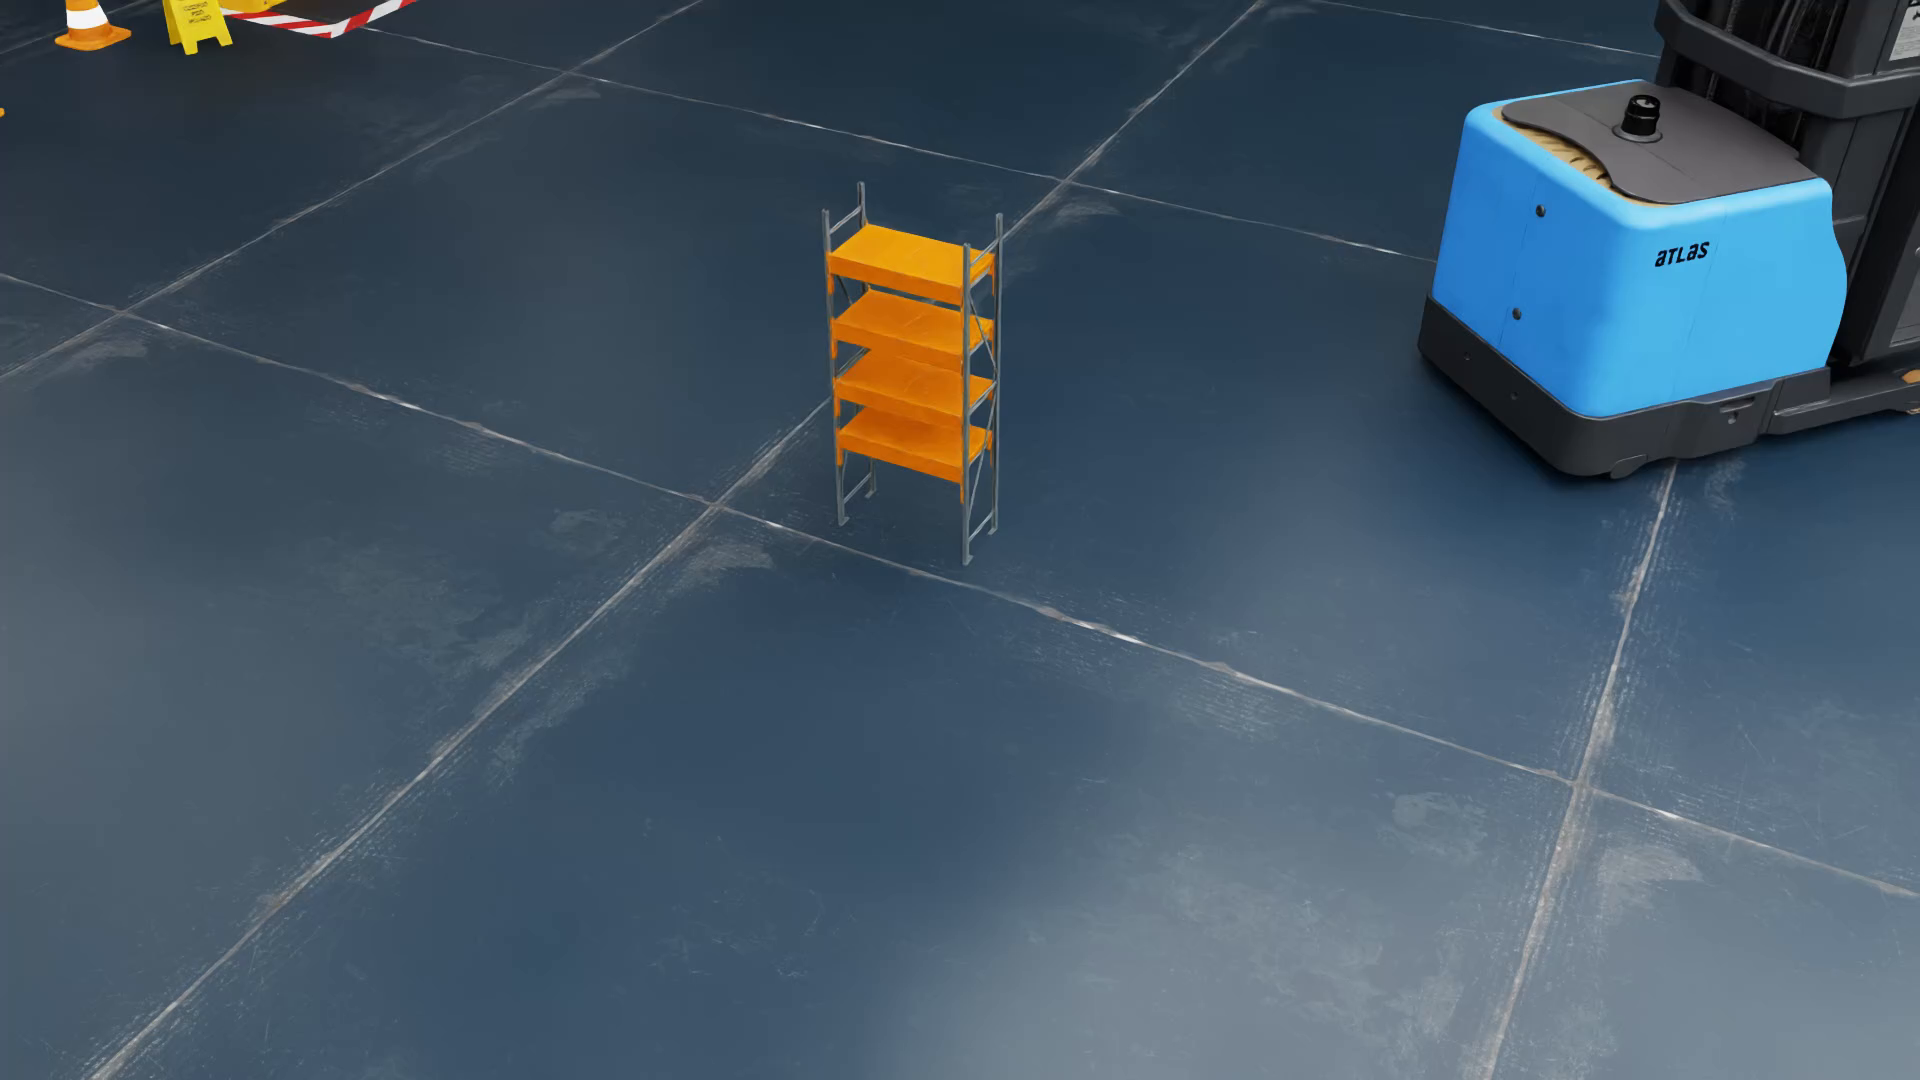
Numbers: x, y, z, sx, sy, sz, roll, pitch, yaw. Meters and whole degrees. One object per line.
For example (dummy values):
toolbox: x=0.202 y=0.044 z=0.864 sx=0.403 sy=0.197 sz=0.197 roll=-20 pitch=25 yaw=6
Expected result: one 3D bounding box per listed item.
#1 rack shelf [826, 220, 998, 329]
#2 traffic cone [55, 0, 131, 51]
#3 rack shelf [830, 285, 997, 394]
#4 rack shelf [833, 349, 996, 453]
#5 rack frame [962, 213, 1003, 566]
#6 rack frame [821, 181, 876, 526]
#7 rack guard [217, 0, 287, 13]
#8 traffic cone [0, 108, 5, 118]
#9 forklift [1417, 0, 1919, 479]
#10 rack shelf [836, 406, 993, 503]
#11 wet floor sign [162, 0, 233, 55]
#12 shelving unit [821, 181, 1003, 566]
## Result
rack shelf: x=-0.147 y=-0.837 z=5.210 sx=0.480 sy=0.148 sz=0.258 roll=17 pitch=41 yaw=21
traffic cone: x=-4.970 y=-3.062 z=9.401 sx=0.334 sy=0.463 sz=0.336 roll=17 pitch=41 yaw=21
rack shelf: x=-0.147 y=-0.649 z=5.353 sx=0.480 sy=0.148 sz=0.258 roll=17 pitch=41 yaw=21
rack shelf: x=-0.147 y=-0.470 z=5.489 sx=0.480 sy=0.148 sz=0.258 roll=17 pitch=41 yaw=21
rack frame: x=0.070 y=-0.456 z=5.358 sx=0.015 sy=1.200 sz=0.240 roll=17 pitch=41 yaw=21
rack frame: x=-0.364 y=-0.592 z=5.537 sx=0.015 sy=1.200 sz=0.240 roll=17 pitch=41 yaw=21
rack guard: x=-4.062 y=-3.671 z=10.172 sx=0.348 sy=0.500 sz=1.175 roll=17 pitch=41 yaw=21
traffic cone: x=-5.179 y=-2.371 z=8.491 sx=0.334 sy=0.463 sz=0.336 roll=17 pitch=41 yaw=21
forklift: x=3.400 y=-1.937 z=5.878 sx=3.031 sy=2.935 sz=1.130 roll=-13 pitch=39 yaw=-16
rack shelf: x=-0.147 y=-0.312 z=5.609 sx=0.480 sy=0.148 sz=0.258 roll=17 pitch=41 yaw=21
wet floor sign: x=-4.318 y=-3.080 z=9.274 sx=0.267 sy=0.644 sz=0.232 roll=-29 pitch=46 yaw=-33
shelving unit: x=-0.147 y=-0.524 z=5.448 sx=0.503 sy=1.200 sz=0.258 roll=17 pitch=41 yaw=21
